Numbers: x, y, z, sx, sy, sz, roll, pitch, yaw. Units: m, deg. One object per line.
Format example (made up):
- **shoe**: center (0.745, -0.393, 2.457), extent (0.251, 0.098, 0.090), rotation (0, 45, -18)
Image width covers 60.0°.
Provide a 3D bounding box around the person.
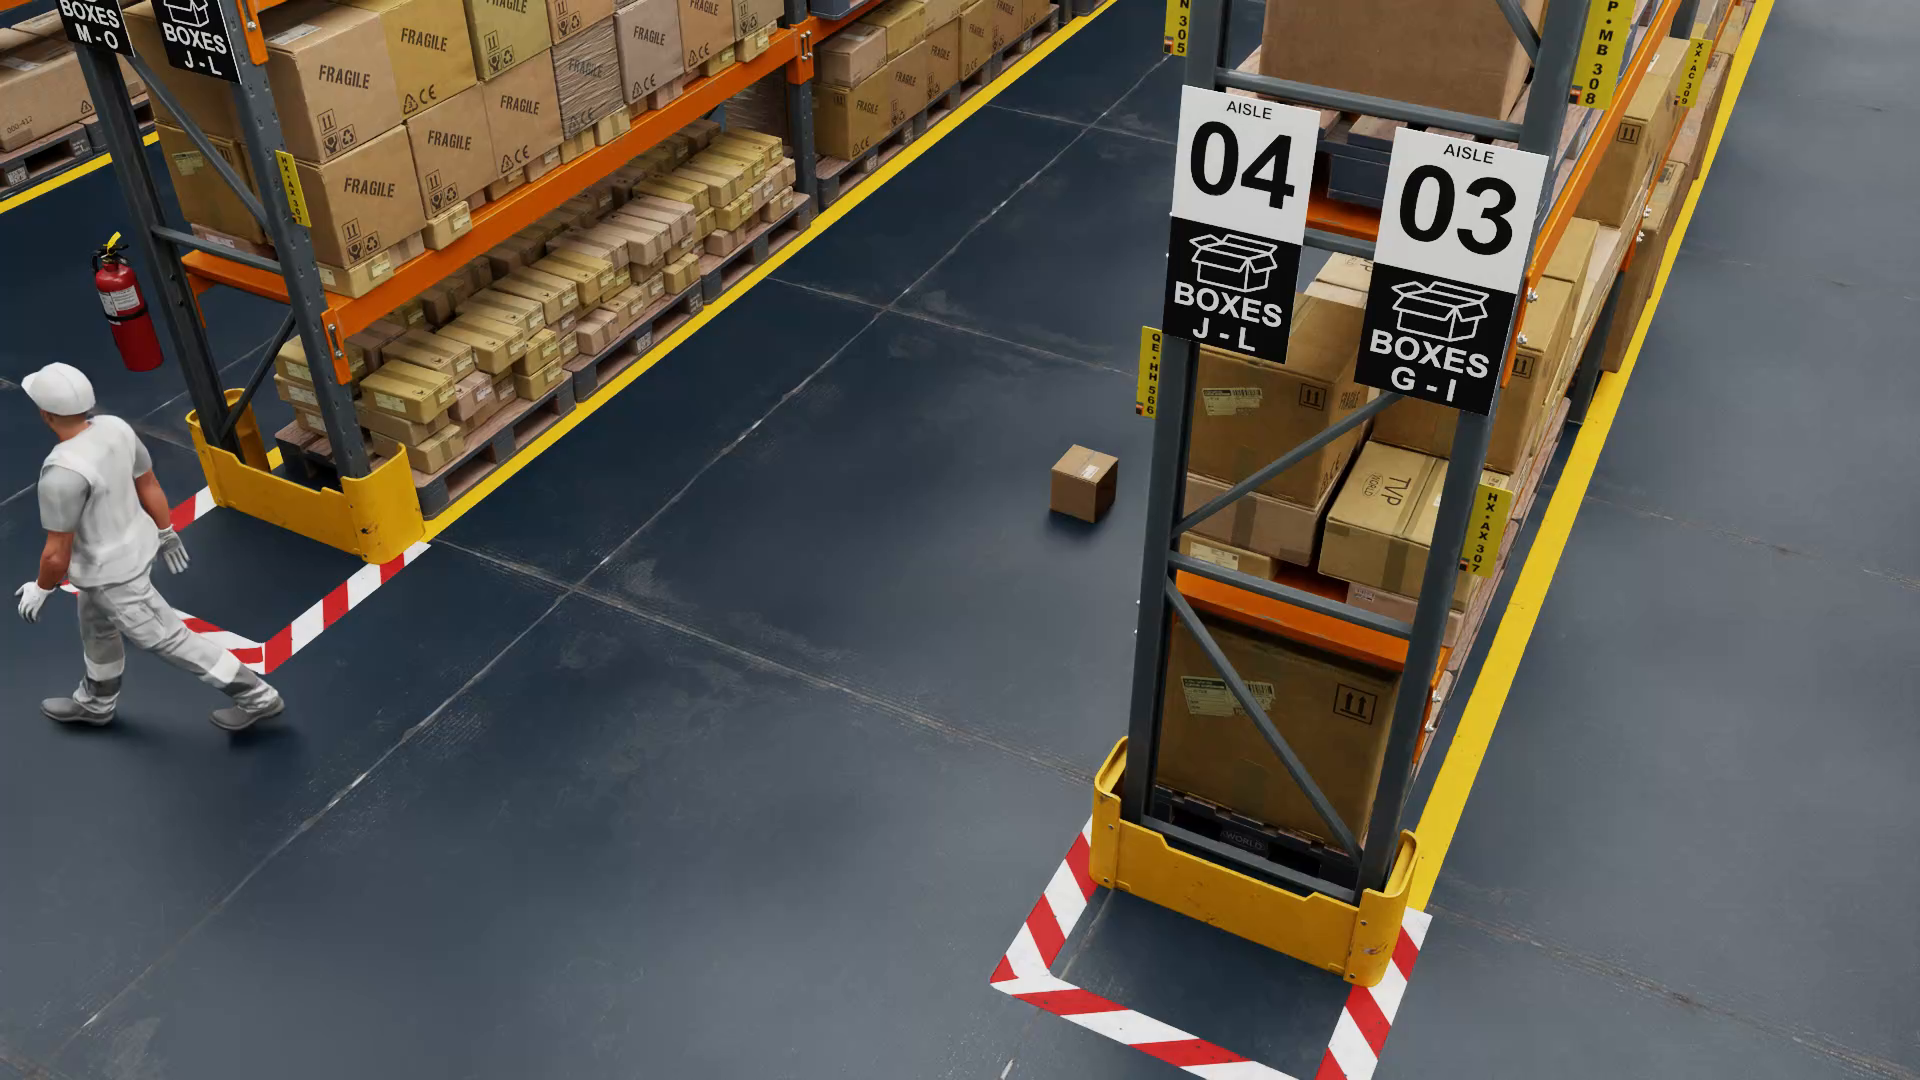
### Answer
- **person**: center (-3.414, 0.088, 6.637), extent (1.059, 1.745, 0.573), rotation (-2, 38, -2)
